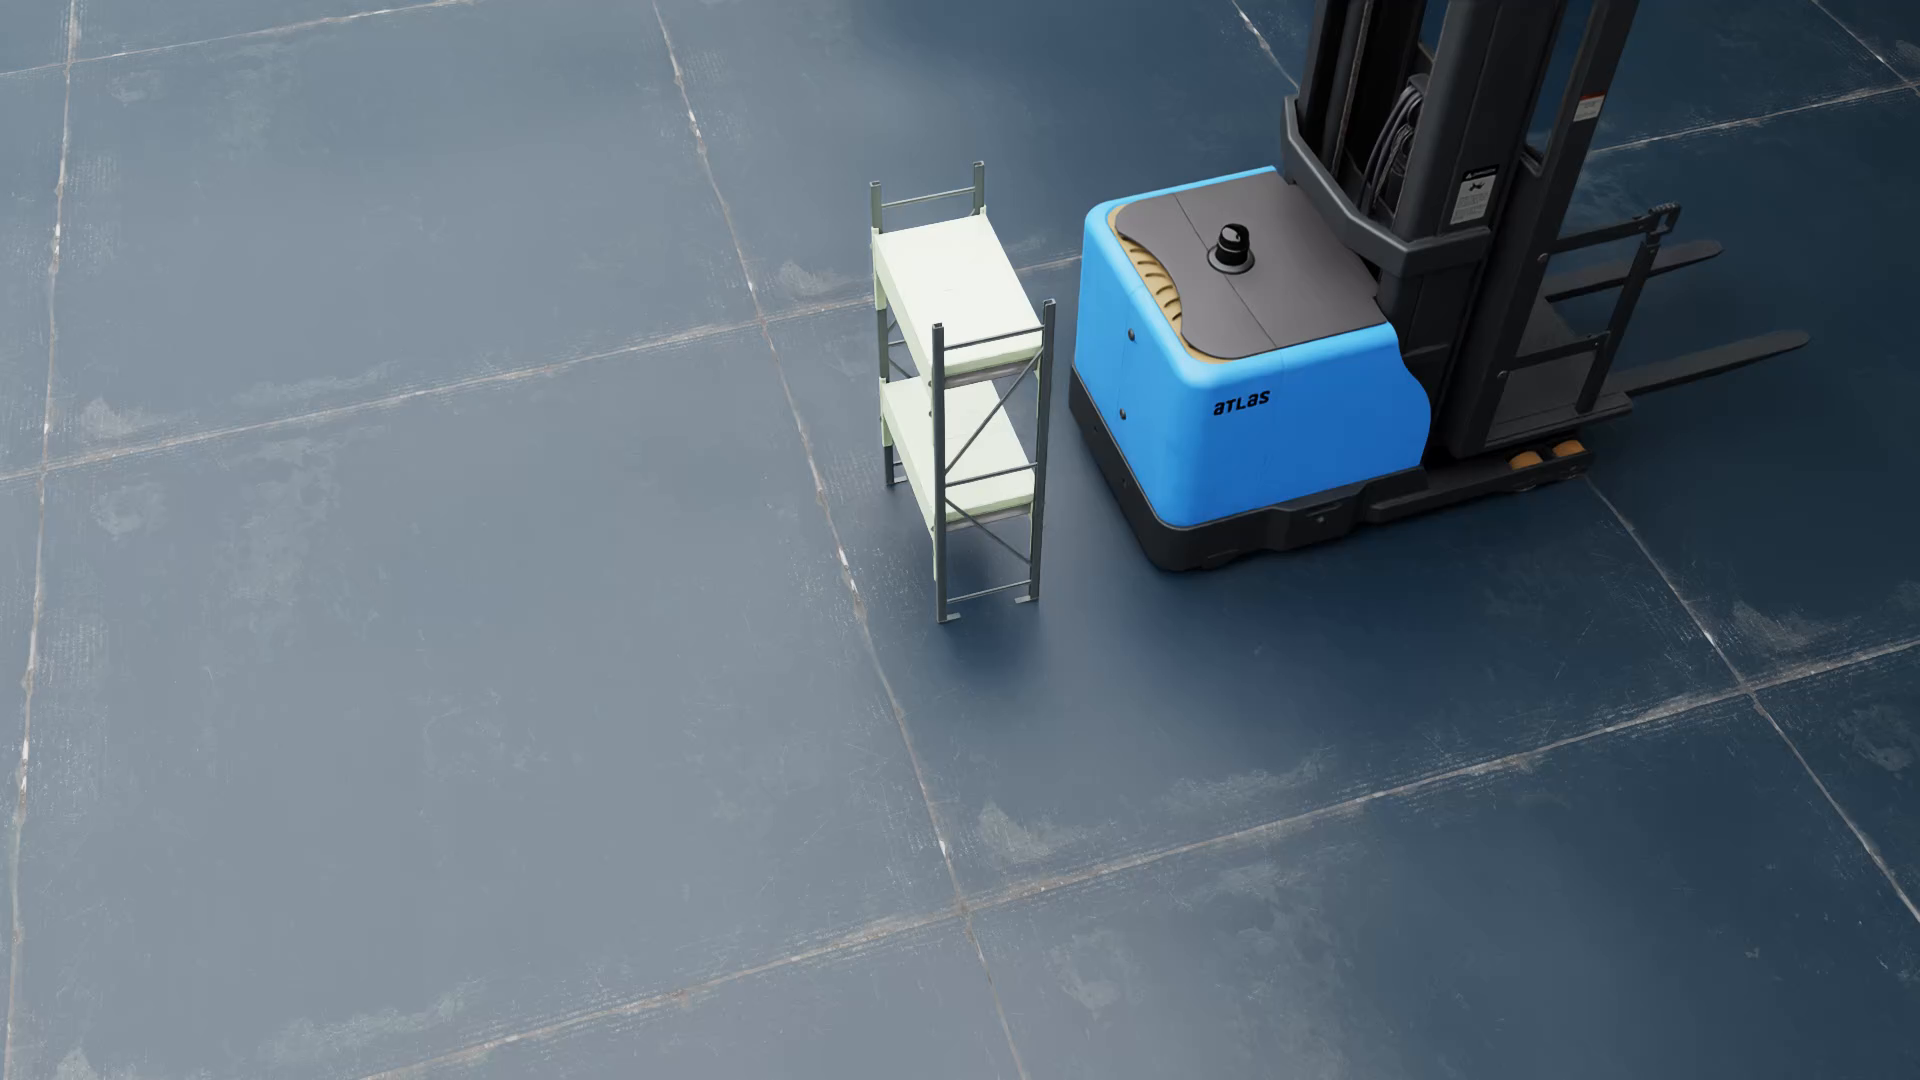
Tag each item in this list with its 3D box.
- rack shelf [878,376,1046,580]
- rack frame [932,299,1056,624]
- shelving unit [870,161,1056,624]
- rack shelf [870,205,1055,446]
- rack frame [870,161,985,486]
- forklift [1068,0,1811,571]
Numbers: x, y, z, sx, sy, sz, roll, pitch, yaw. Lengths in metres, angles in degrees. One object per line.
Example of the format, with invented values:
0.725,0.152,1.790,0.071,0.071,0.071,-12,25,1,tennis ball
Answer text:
-0.002,-0.278,6.220,0.431,0.370,0.720,-13,51,-11,rack shelf
0.106,-0.221,5.745,0.400,1.500,0.023,-13,51,-11,rack frame
-0.002,-0.488,5.970,0.431,1.500,0.755,-13,51,-11,shelving unit
-0.002,-0.740,5.672,0.431,0.370,0.720,-13,51,-11,rack shelf
-0.110,-0.756,6.196,0.400,1.500,0.023,-13,51,-11,rack frame
2.025,-1.511,5.896,3.031,2.935,1.130,-15,51,-12,forklift
